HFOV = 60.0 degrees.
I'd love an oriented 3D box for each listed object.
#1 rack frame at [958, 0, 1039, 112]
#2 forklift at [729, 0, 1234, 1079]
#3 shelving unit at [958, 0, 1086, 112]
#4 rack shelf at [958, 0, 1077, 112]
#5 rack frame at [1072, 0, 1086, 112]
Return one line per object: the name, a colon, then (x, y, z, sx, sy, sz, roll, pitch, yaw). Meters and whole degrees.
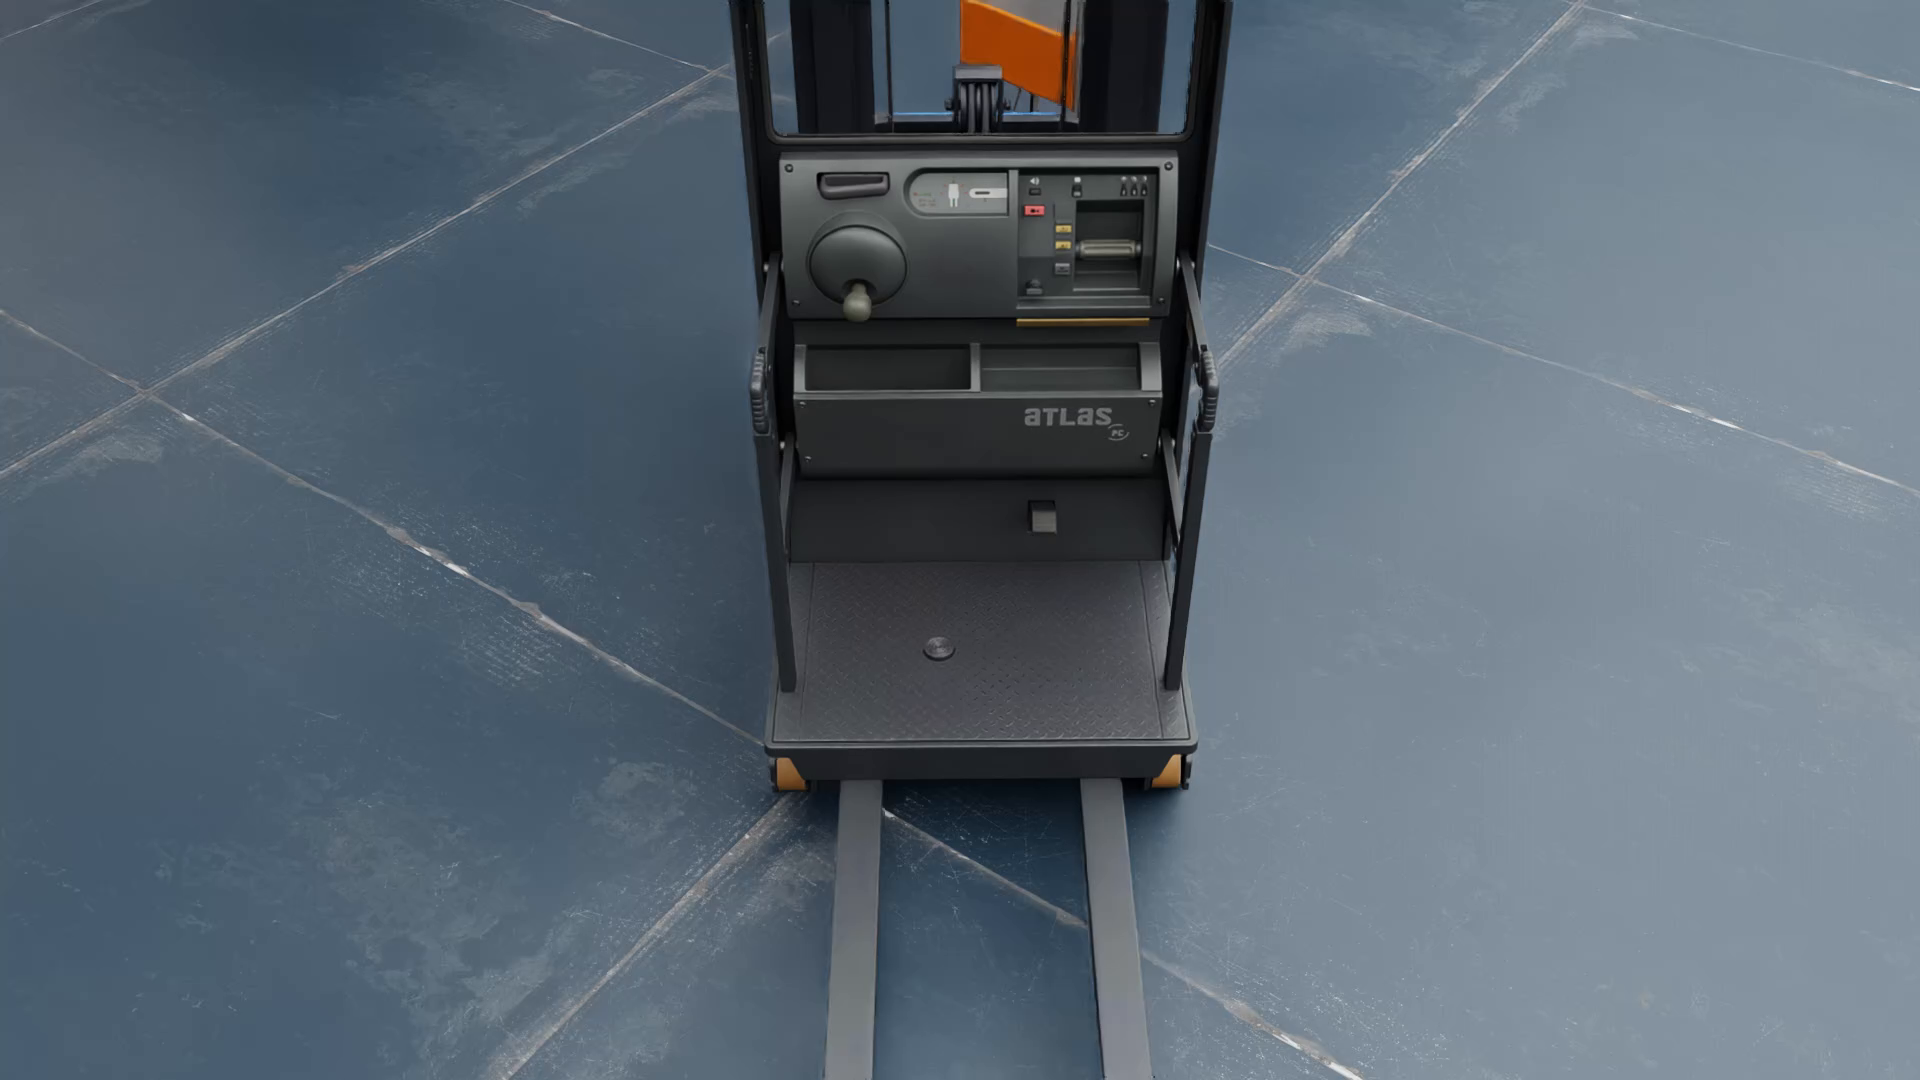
rack frame: (0.137, -1.676, 5.549, 0.015, 2.100, 0.400, 32, 51, 31)
forklift: (0.049, -0.629, 3.755, 1.130, 2.935, 3.031, 0, 42, 0)
shelving unit: (0.314, -1.564, 5.424, 0.503, 2.100, 0.431, 32, 51, 31)
rack shelf: (0.314, -1.554, 5.433, 0.480, 0.518, 0.431, 32, 51, 31)
rack frame: (0.491, -1.452, 5.299, 0.015, 2.100, 0.400, 32, 51, 31)
